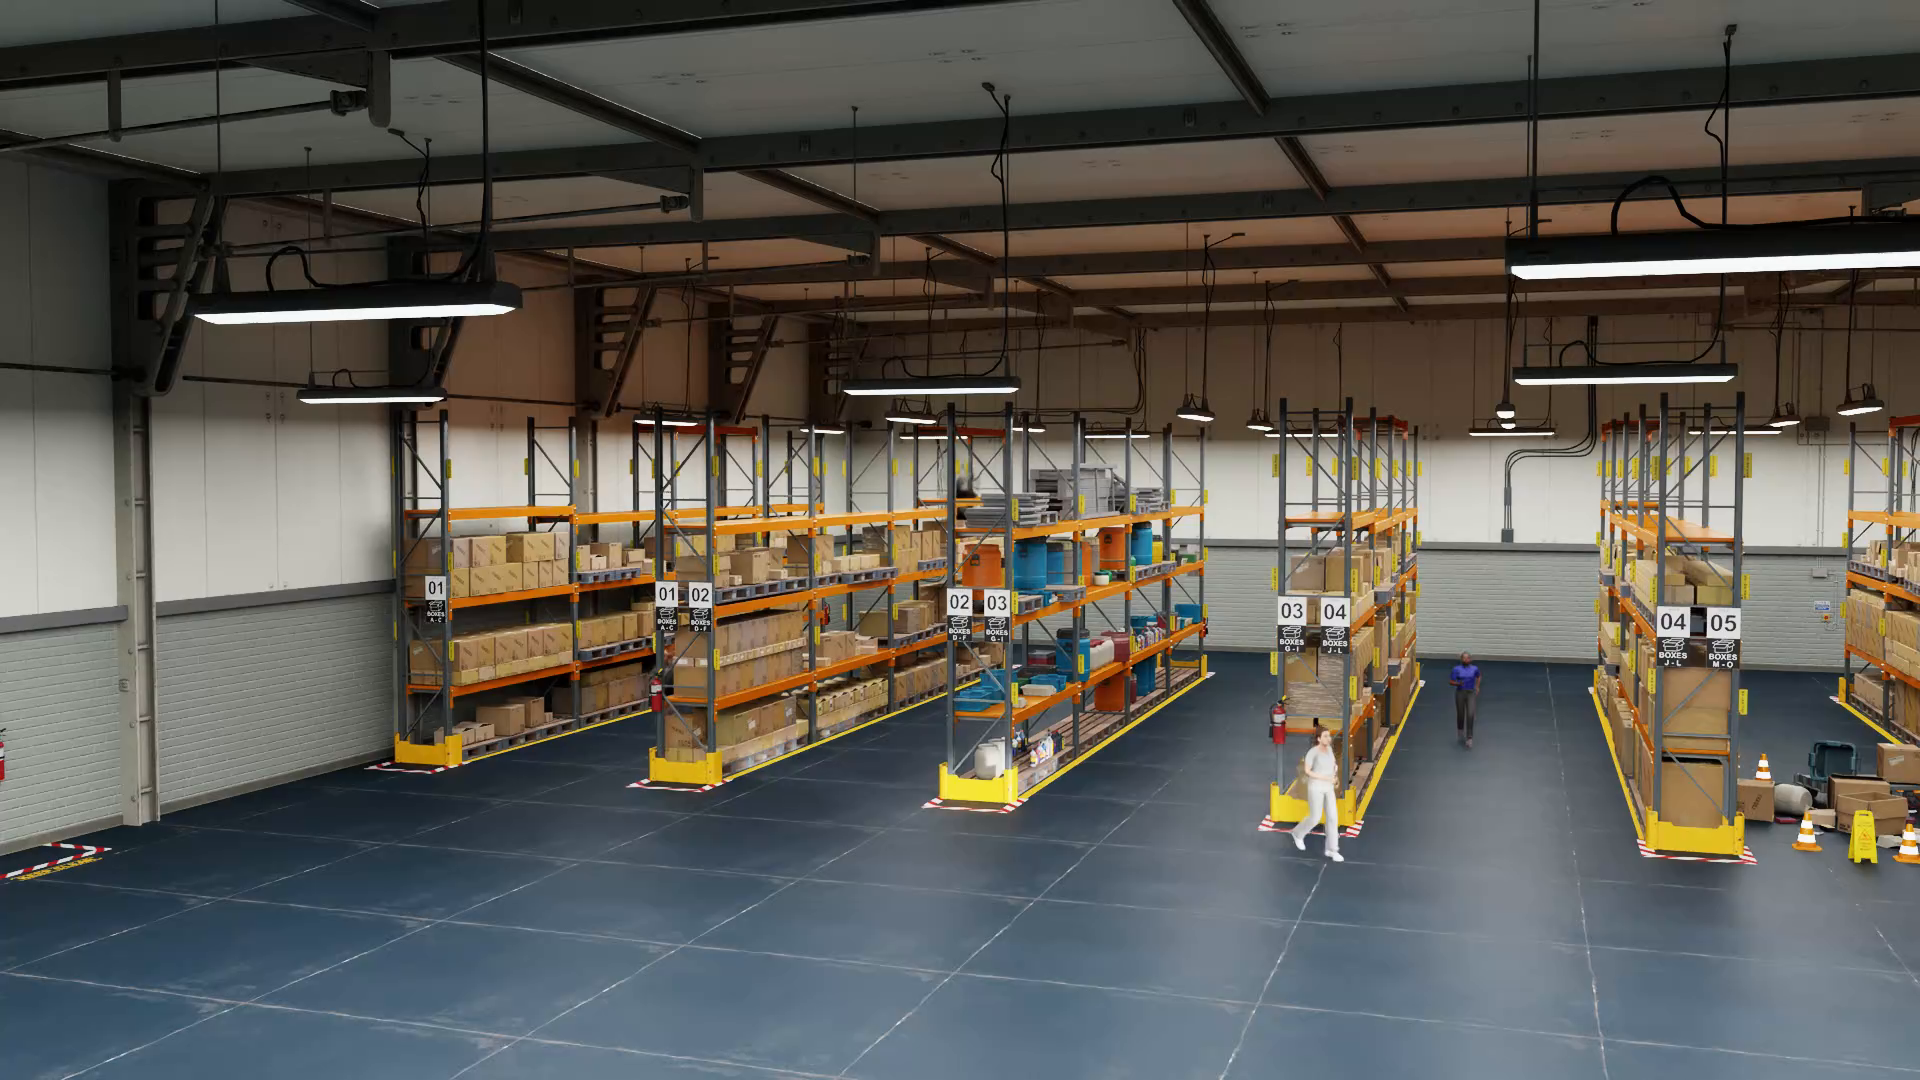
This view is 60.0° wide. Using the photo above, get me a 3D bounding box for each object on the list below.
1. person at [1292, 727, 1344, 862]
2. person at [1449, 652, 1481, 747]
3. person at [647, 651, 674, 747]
[{"bbox_3d":[4.645,3.243,21.458,0.586,1.685,0.851,-1,3,-31],"label":"person"},{"bbox_3d":[9.176,2.860,30.194,0.576,1.665,0.921,1,2,12],"label":"person"},{"bbox_3d":[-5.292,2.847,29.796,0.661,1.700,0.963,1,3,12],"label":"person"}]
